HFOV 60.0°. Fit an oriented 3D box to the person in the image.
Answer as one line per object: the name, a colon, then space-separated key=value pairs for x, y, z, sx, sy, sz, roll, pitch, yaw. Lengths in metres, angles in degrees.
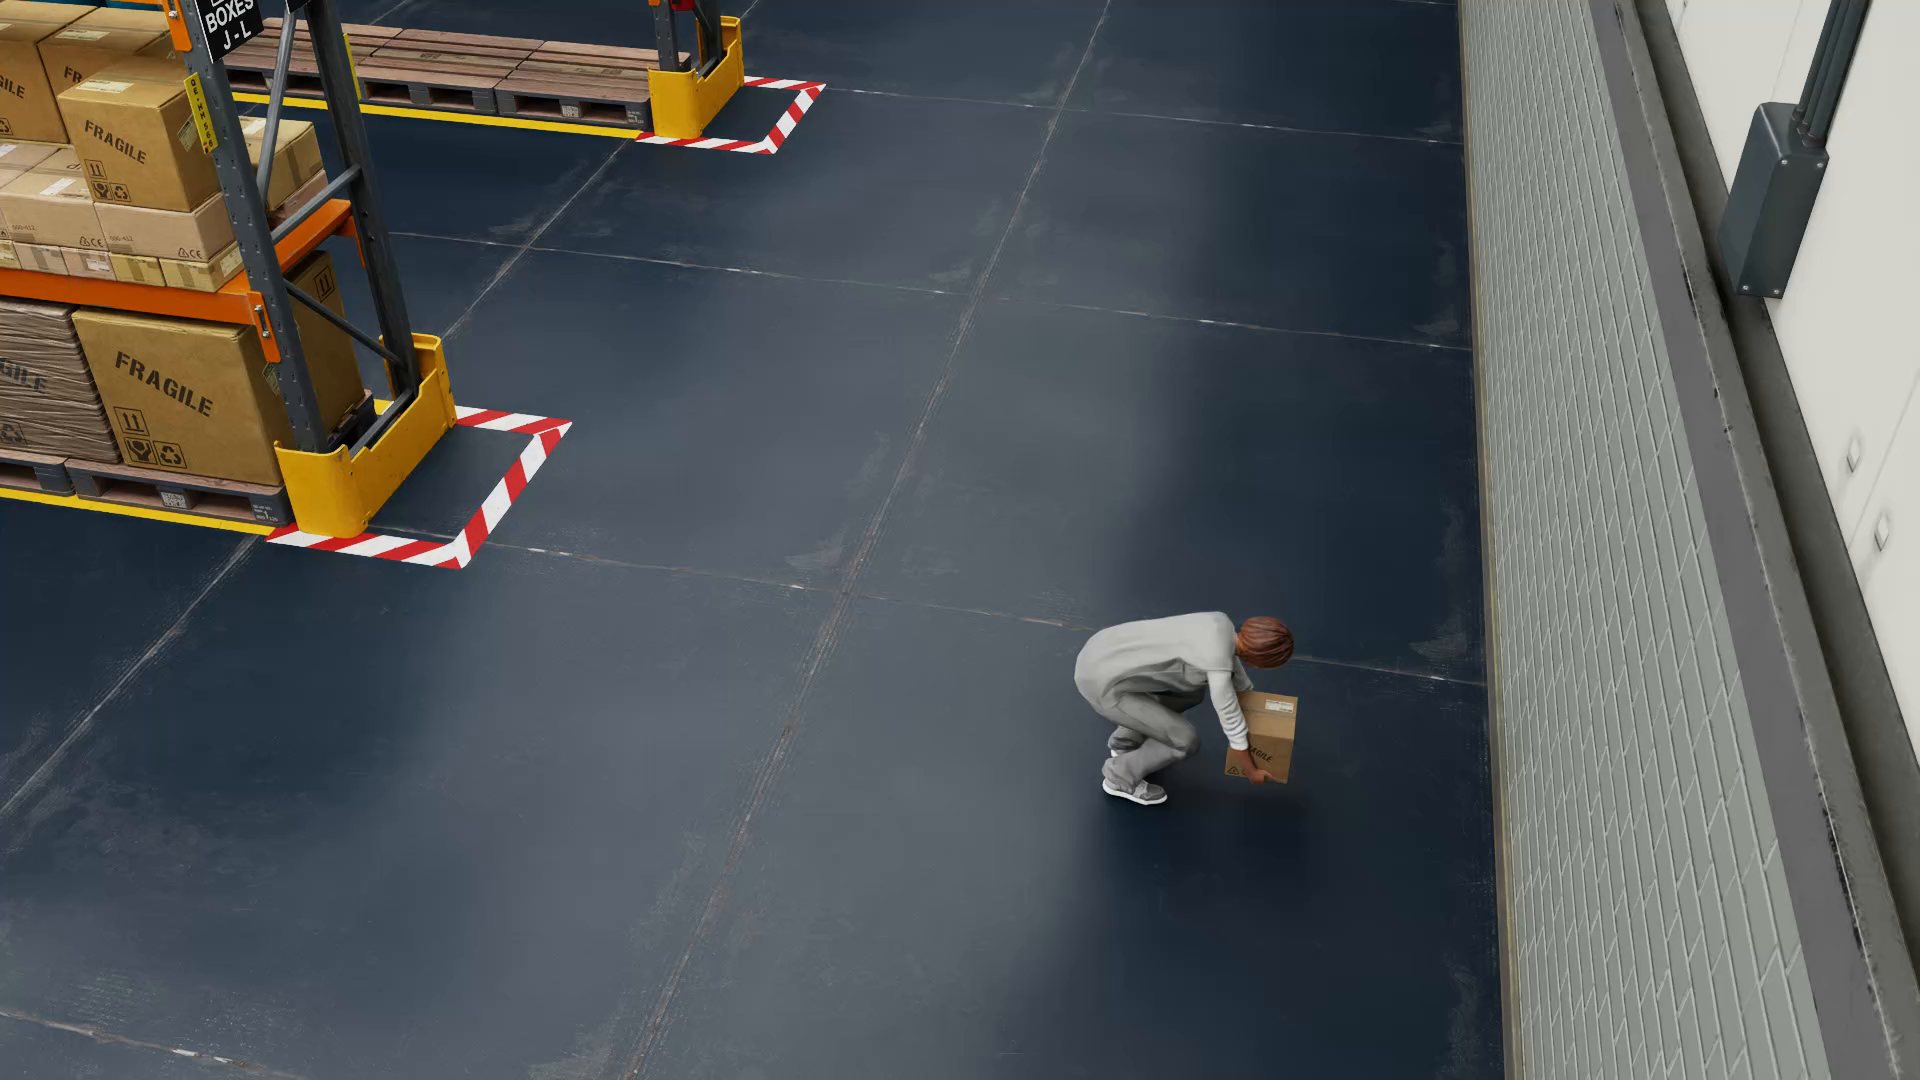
person: x=0.883 y=0.572 z=6.642 sx=0.851 sy=0.708 sz=0.388 roll=6 pitch=38 yaw=8
